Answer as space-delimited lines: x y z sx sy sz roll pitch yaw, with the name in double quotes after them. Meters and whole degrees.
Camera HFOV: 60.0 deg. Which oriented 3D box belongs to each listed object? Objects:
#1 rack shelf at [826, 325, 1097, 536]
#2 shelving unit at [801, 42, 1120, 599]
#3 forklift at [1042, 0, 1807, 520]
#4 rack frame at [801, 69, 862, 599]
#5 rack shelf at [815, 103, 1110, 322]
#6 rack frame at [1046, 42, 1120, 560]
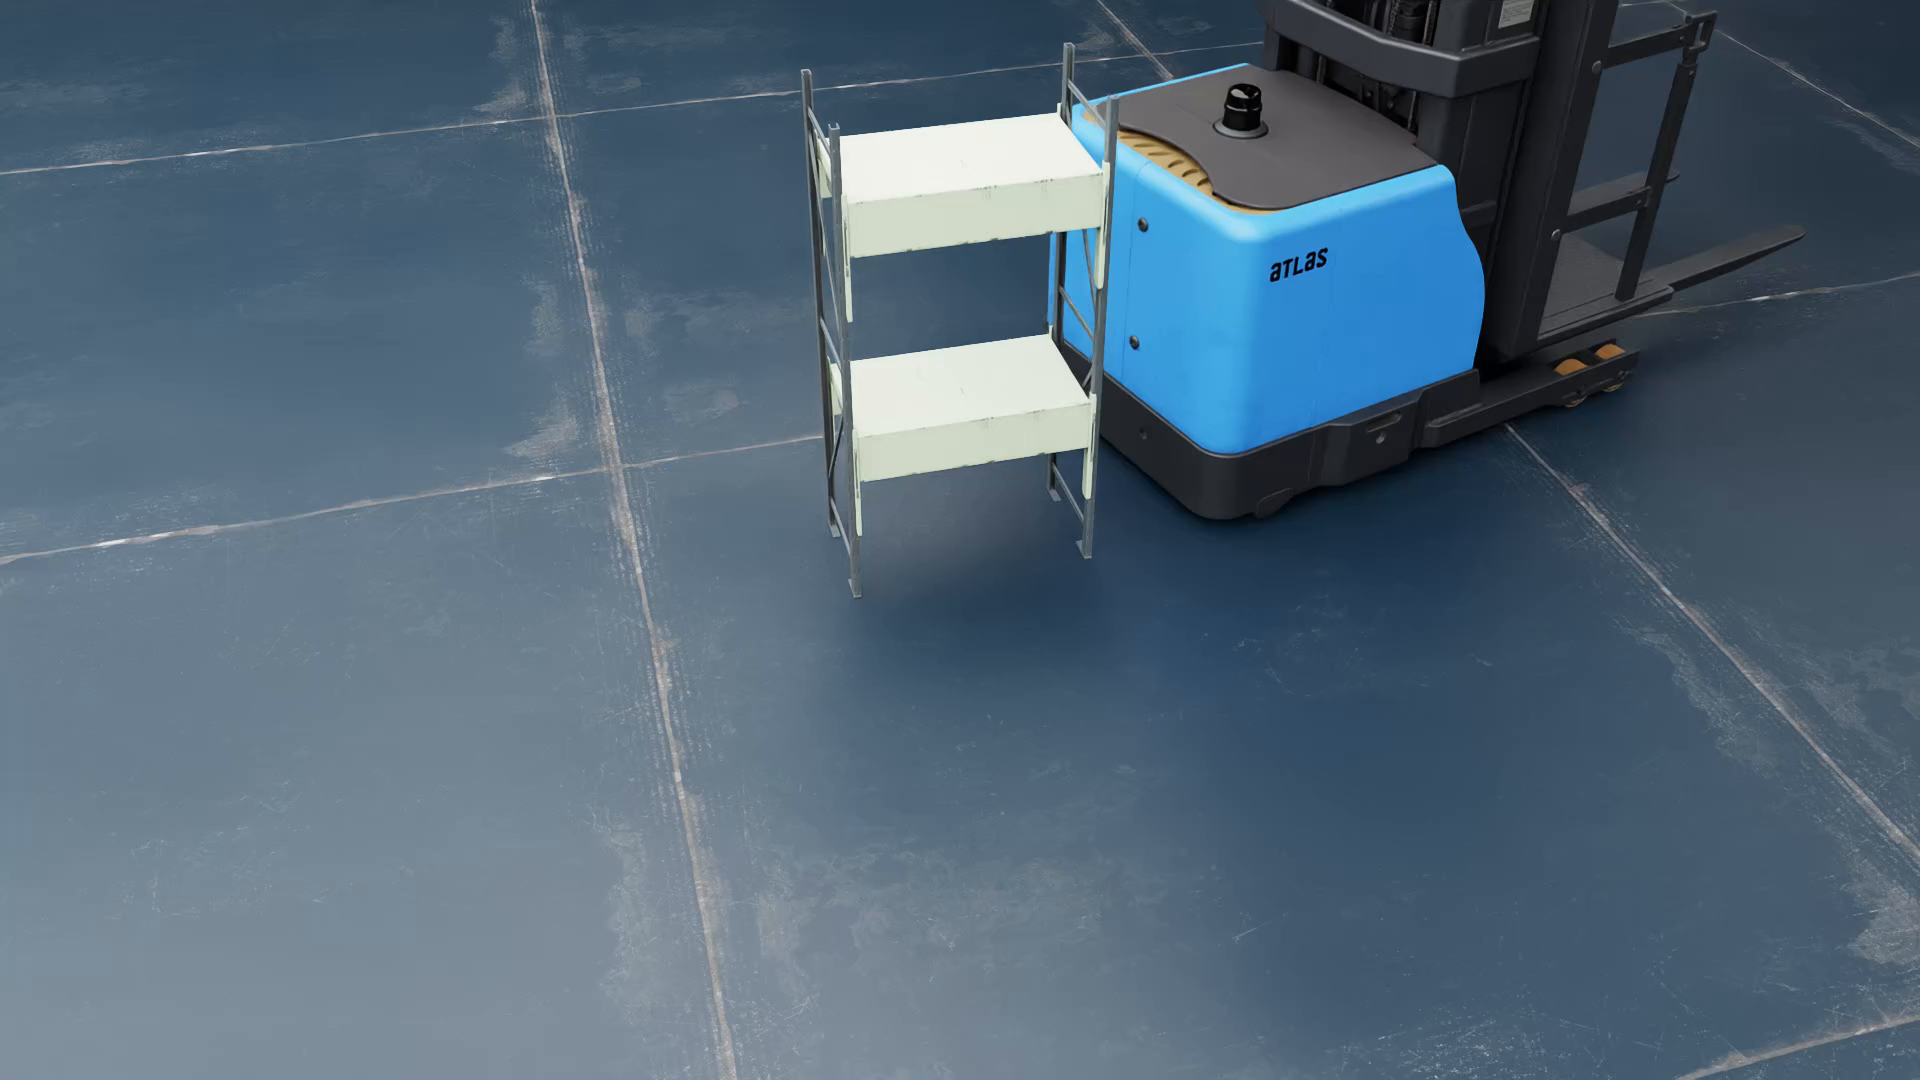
-0.006 -0.336 4.991 0.720 0.370 0.431 -9 38 -12 "rack shelf"
-0.006 -0.595 4.793 0.755 1.500 0.431 -9 38 -12 "shelving unit"
1.816 -1.889 5.307 3.031 2.935 1.130 -20 42 -24 "forklift"
-0.360 -0.537 4.717 0.023 1.500 0.400 -9 38 -12 "rack frame"
-0.006 -0.905 4.556 0.720 0.370 0.431 -9 38 -12 "rack shelf"
0.347 -0.653 4.869 0.023 1.500 0.400 -9 38 -12 "rack frame"
